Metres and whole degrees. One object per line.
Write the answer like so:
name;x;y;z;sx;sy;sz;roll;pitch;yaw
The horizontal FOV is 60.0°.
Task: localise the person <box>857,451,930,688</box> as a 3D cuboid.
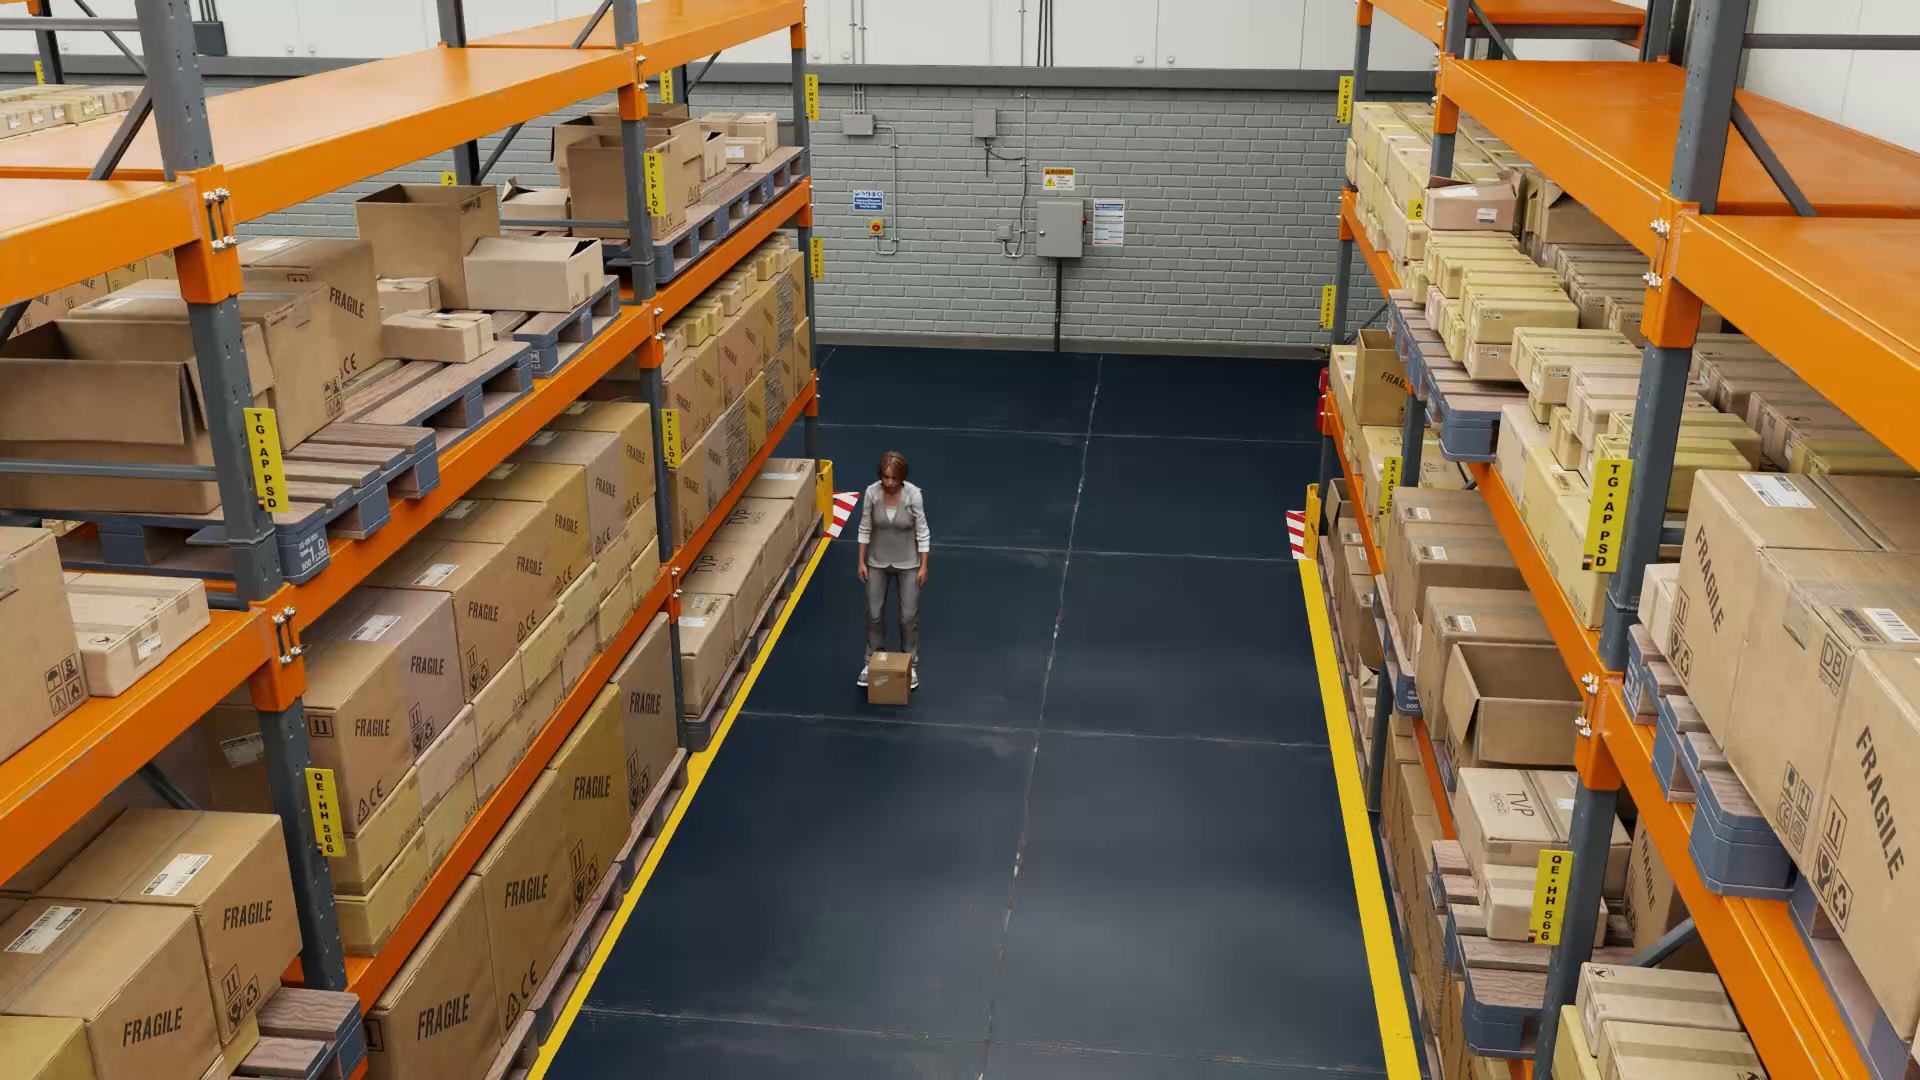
person;-0.428;0.178;10.648;0.463;1.592;0.349;3;22;7
